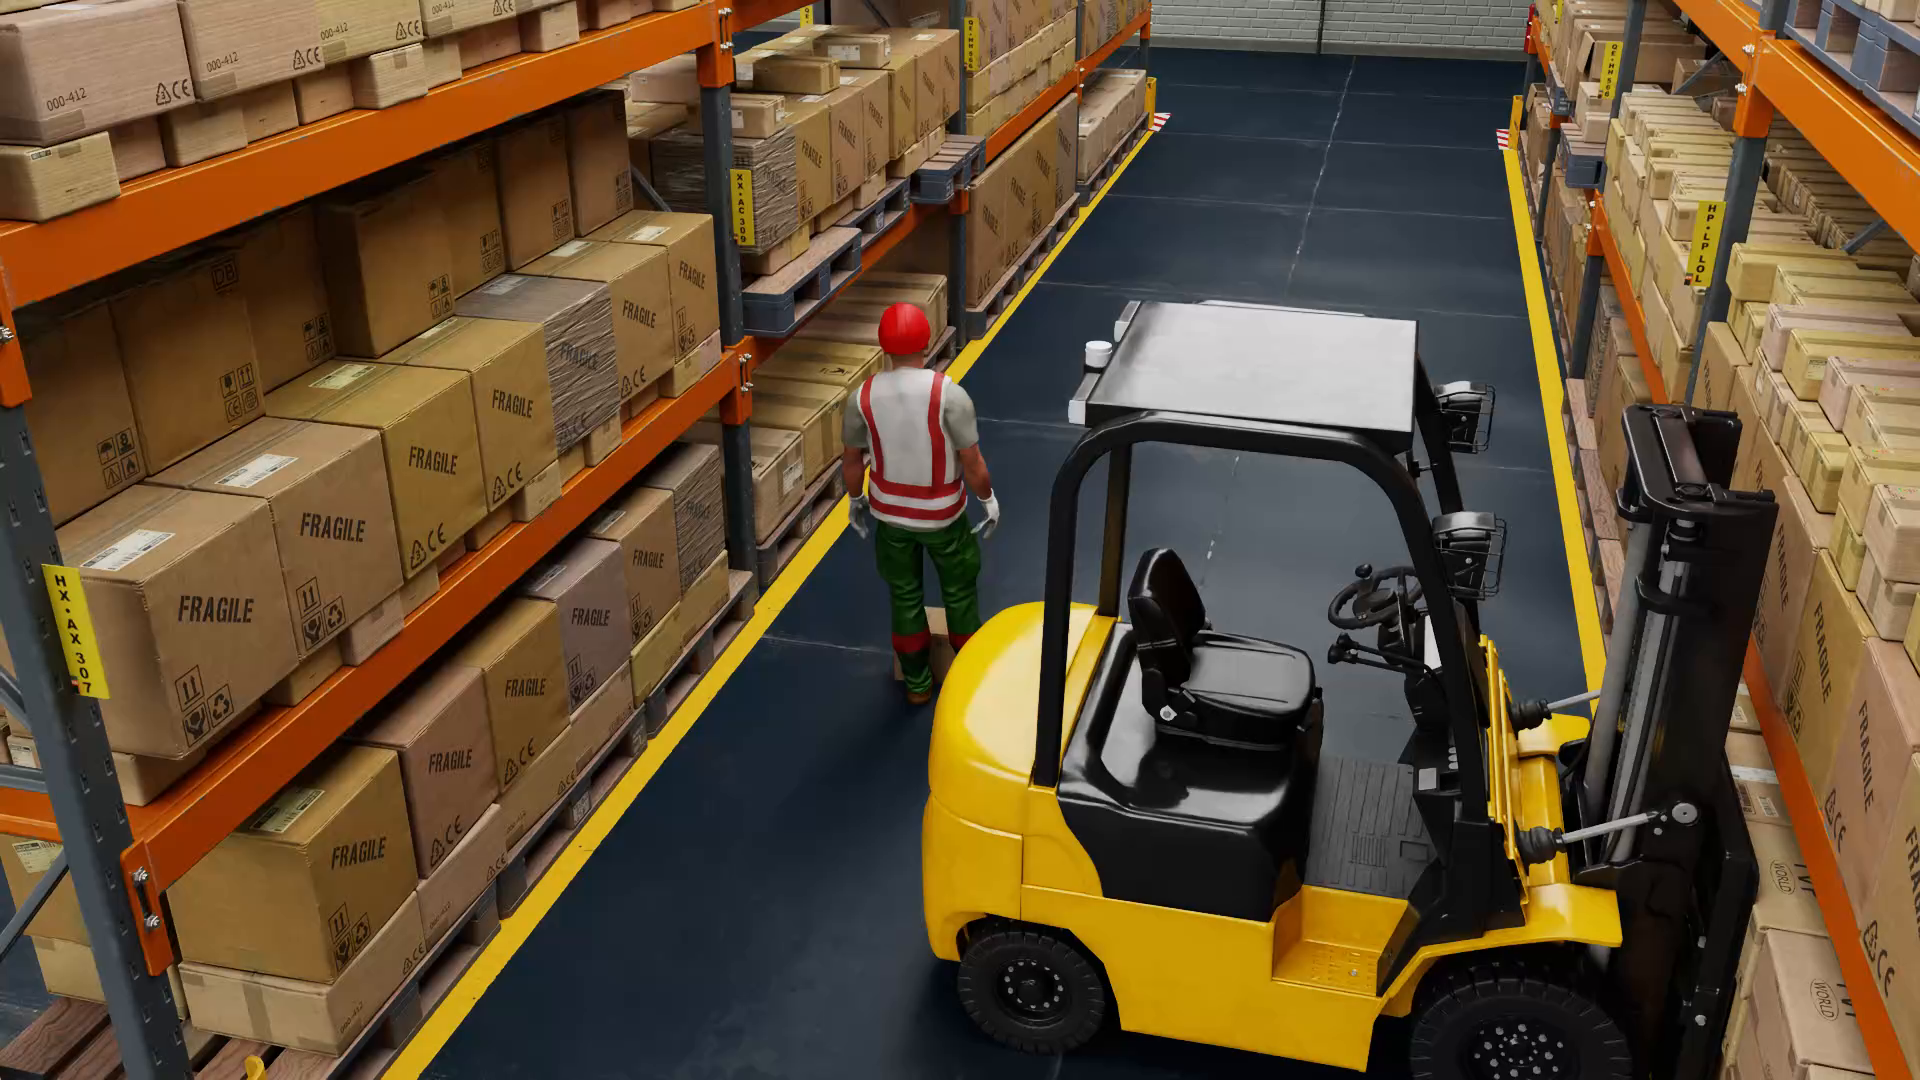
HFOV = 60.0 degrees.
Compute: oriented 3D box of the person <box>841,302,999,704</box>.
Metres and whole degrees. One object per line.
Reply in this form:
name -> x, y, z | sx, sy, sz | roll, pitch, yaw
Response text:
person -> -0.143, -0.155, 6.889 | 0.638, 1.787, 0.565 | 5, 26, 11
